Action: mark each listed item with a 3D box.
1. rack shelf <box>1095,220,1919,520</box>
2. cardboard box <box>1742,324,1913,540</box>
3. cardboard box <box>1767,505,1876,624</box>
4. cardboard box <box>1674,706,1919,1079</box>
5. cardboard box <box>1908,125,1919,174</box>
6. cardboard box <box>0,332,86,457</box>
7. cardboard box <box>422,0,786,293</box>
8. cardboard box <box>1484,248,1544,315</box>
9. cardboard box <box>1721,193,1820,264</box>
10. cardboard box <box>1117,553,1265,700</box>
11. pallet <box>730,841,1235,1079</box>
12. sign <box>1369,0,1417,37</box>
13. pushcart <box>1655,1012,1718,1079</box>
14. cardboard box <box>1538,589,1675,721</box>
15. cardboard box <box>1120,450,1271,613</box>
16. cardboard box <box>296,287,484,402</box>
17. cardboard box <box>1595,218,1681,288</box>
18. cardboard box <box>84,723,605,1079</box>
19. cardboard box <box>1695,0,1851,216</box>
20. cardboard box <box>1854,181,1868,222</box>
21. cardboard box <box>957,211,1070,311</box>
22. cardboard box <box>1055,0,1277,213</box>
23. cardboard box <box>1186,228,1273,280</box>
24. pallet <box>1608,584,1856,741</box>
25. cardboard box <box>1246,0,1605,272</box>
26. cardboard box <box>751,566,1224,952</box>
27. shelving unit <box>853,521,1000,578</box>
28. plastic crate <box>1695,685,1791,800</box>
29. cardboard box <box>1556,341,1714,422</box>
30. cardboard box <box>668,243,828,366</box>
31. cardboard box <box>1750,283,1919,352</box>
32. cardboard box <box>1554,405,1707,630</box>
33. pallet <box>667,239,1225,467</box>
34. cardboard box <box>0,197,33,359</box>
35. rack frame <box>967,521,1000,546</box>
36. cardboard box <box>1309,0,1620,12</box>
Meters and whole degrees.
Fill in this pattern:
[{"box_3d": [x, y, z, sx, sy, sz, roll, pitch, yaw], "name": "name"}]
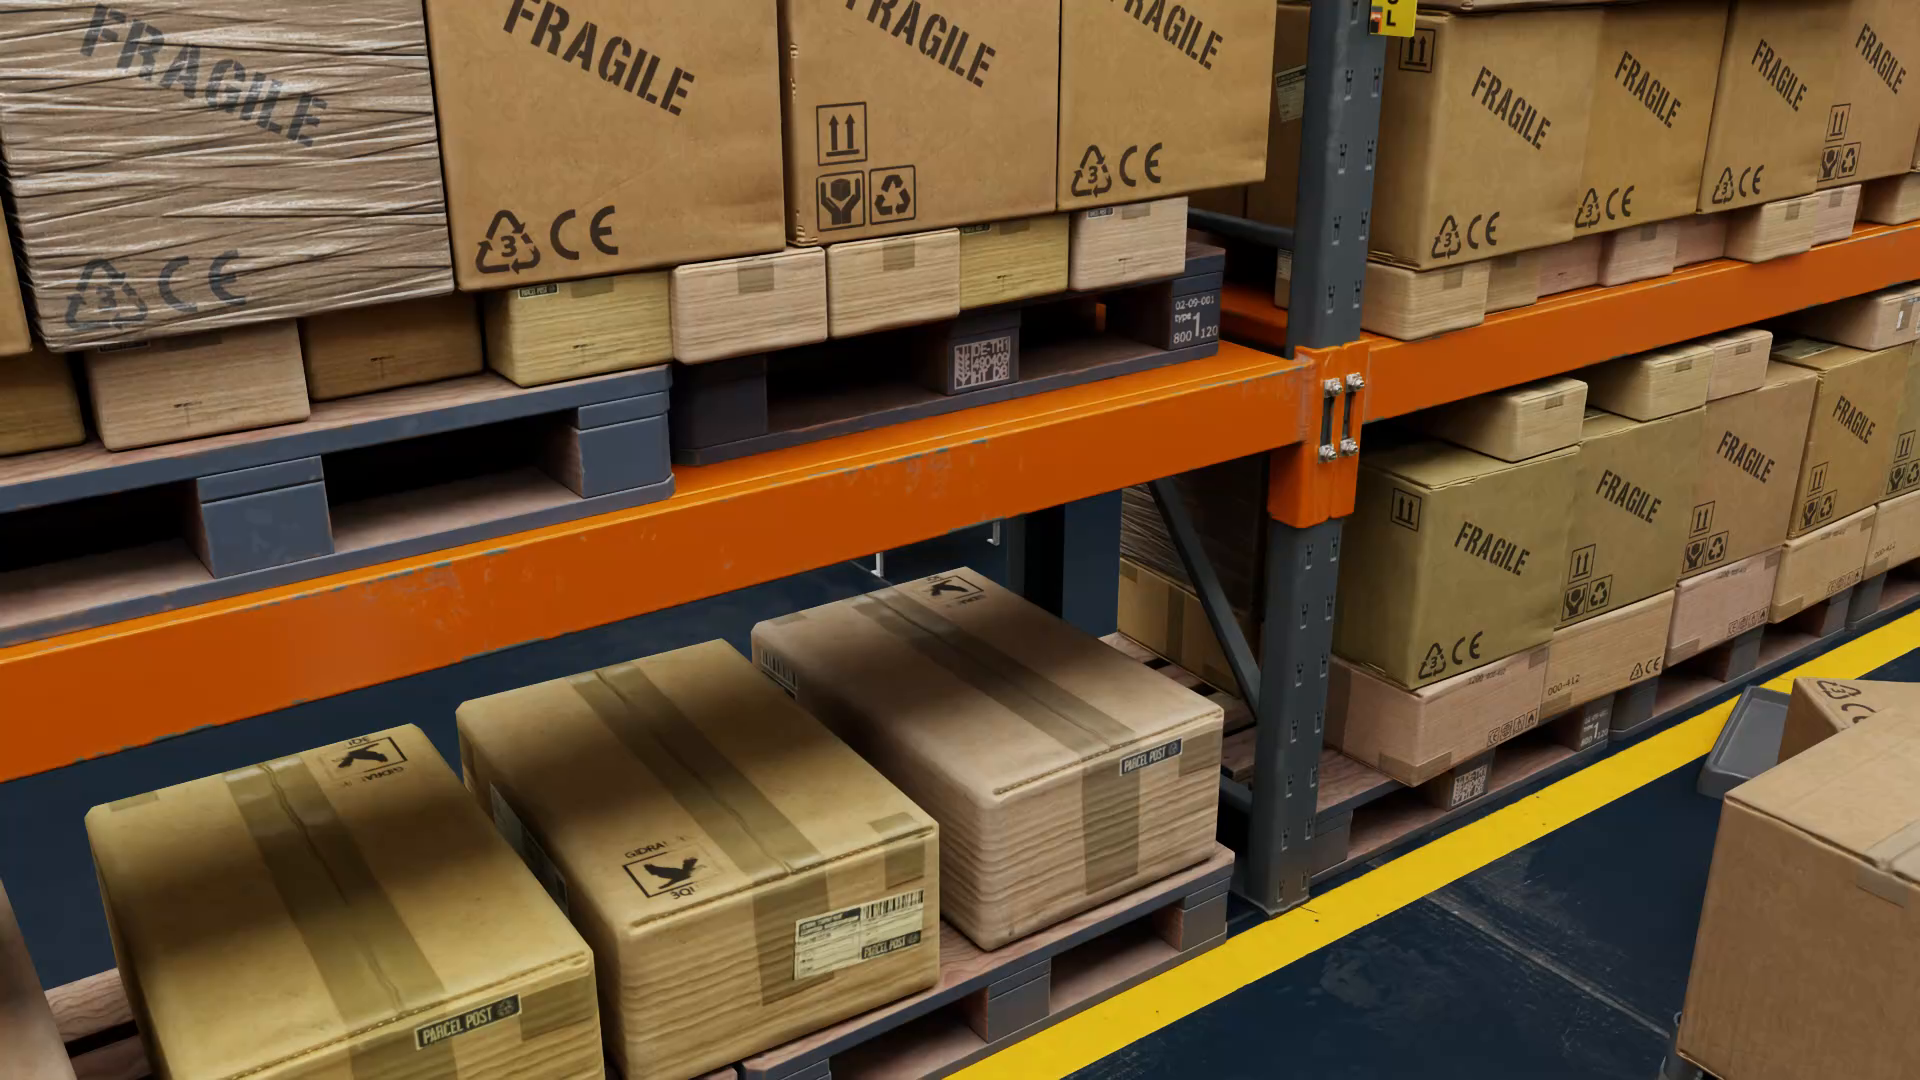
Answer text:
[{"box_3d": [2.083, -0.798, 4.820, 4.000, 0.370, 1.077, -15, 26, -33], "name": "rack shelf"}, {"box_3d": [2.373, -0.359, 4.879, 0.500, 0.500, 0.500, -16, 27, -34], "name": "cardboard box"}, {"box_3d": [2.360, -0.003, 4.999, 0.500, 0.250, 0.500, -16, 27, -35], "name": "cardboard box"}, {"box_3d": [1.523, 0.639, 2.599, 0.500, 0.500, 0.500, -15, 26, -33], "name": "cardboard box"}, {"box_3d": [2.609, -1.335, 4.659, 0.500, 0.500, 0.500, -15, 26, -33], "name": "cardboard box"}, {"box_3d": [-1.325, -0.225, 2.185, 0.250, 0.149, 0.380, -14, 26, -31], "name": "cardboard box"}, {"box_3d": [-0.606, -0.692, 2.482, 0.500, 0.500, 0.500, -14, 26, -31], "name": "cardboard box"}, {"box_3d": [1.077, -0.625, 3.754, 0.250, 0.149, 0.380, -14, 26, -31], "name": "cardboard box"}, {"box_3d": [1.946, -0.829, 4.264, 0.250, 0.149, 0.380, -15, 26, -33], "name": "cardboard box"}, {"box_3d": [0.782, 0.174, 4.557, 0.500, 0.250, 0.500, -14, 25, -30], "name": "cardboard box"}, {"box_3d": [-0.172, 0.765, 3.695, 1.213, 0.211, 1.003, -15, 26, -33], "name": "pallet"}, {"box_3d": [0.786, -1.071, 2.971, 0.005, 0.325, 0.100, -15, 26, -33], "name": "sign"}, {"box_3d": [1.831, 1.194, 2.396, 1.648, 0.377, 0.936, 14, 26, 32], "name": "pushcart"}, {"box_3d": [1.522, 0.217, 4.448, 0.500, 0.250, 0.500, -13, 25, -30], "name": "cardboard box"}, {"box_3d": [0.783, -0.175, 4.418, 0.500, 0.500, 0.500, -15, 26, -34], "name": "cardboard box"}, {"box_3d": [-0.908, -0.341, 2.475, 0.250, 0.149, 0.380, -16, 27, -35], "name": "cardboard box"}, {"box_3d": [1.496, -0.734, 4.029, 0.250, 0.149, 0.380, -14, 26, -31], "name": "cardboard box"}, {"box_3d": [-1.110, 0.748, 2.954, 0.625, 0.372, 0.950, -14, 26, -31], "name": "cardboard box"}, {"box_3d": [1.788, -1.116, 4.109, 0.500, 0.500, 0.500, -15, 26, -33], "name": "cardboard box"}, {"box_3d": [2.275, -0.978, 4.640, 0.250, 0.149, 0.380, -15, 26, -33], "name": "cardboard box"}, {"box_3d": [-0.022, -0.532, 2.954, 0.250, 0.149, 0.380, -16, 27, -34], "name": "cardboard box"}, {"box_3d": [0.218, -0.910, 3.027, 0.500, 0.500, 0.500, -15, 26, -34], "name": "cardboard box"}, {"box_3d": [0.542, -0.744, 4.053, 0.250, 0.149, 0.380, -15, 26, -33], "name": "cardboard box"}, {"box_3d": [1.975, 0.174, 5.175, 1.213, 0.211, 1.003, -15, 26, -33], "name": "pallet"}, {"box_3d": [0.979, -0.895, 3.557, 0.500, 0.500, 0.500, -15, 26, -33], "name": "cardboard box"}, {"box_3d": [0.035, 0.440, 3.725, 0.625, 0.372, 0.950, -15, 26, -32], "name": "cardboard box"}, {"box_3d": [-0.134, -0.521, 5.584, 0.503, 1.200, 0.258, -15, 26, -33], "name": "shelving unit"}, {"box_3d": [2.212, 0.563, 4.376, 0.402, 0.080, 0.583, 14, 26, 32], "name": "plastic crate"}, {"box_3d": [1.648, -0.434, 4.194, 0.250, 0.149, 0.380, -14, 26, -31], "name": "cardboard box"}, {"box_3d": [-0.415, -0.409, 2.646, 0.250, 0.149, 0.380, -15, 26, -32], "name": "cardboard box"}, {"box_3d": [2.528, -0.671, 4.788, 0.250, 0.149, 0.380, -14, 26, -31], "name": "cardboard box"}, {"box_3d": [1.523, -0.132, 4.311, 0.500, 0.500, 0.500, -14, 26, -31], "name": "cardboard box"}, {"box_3d": [-0.246, -0.489, 3.333, 1.213, 0.211, 1.003, -15, 26, -33], "name": "pallet"}, {"box_3d": [-1.441, -0.473, 1.931, 0.500, 0.500, 0.500, -14, 26, -32], "name": "cardboard box"}, {"box_3d": [0.064, -0.574, 5.717, 0.015, 1.200, 0.240, -15, 26, -33], "name": "rack frame"}, {"box_3d": [0.943, -1.378, 3.418, 0.500, 0.500, 0.700, -15, 26, -33], "name": "cardboard box"}]
